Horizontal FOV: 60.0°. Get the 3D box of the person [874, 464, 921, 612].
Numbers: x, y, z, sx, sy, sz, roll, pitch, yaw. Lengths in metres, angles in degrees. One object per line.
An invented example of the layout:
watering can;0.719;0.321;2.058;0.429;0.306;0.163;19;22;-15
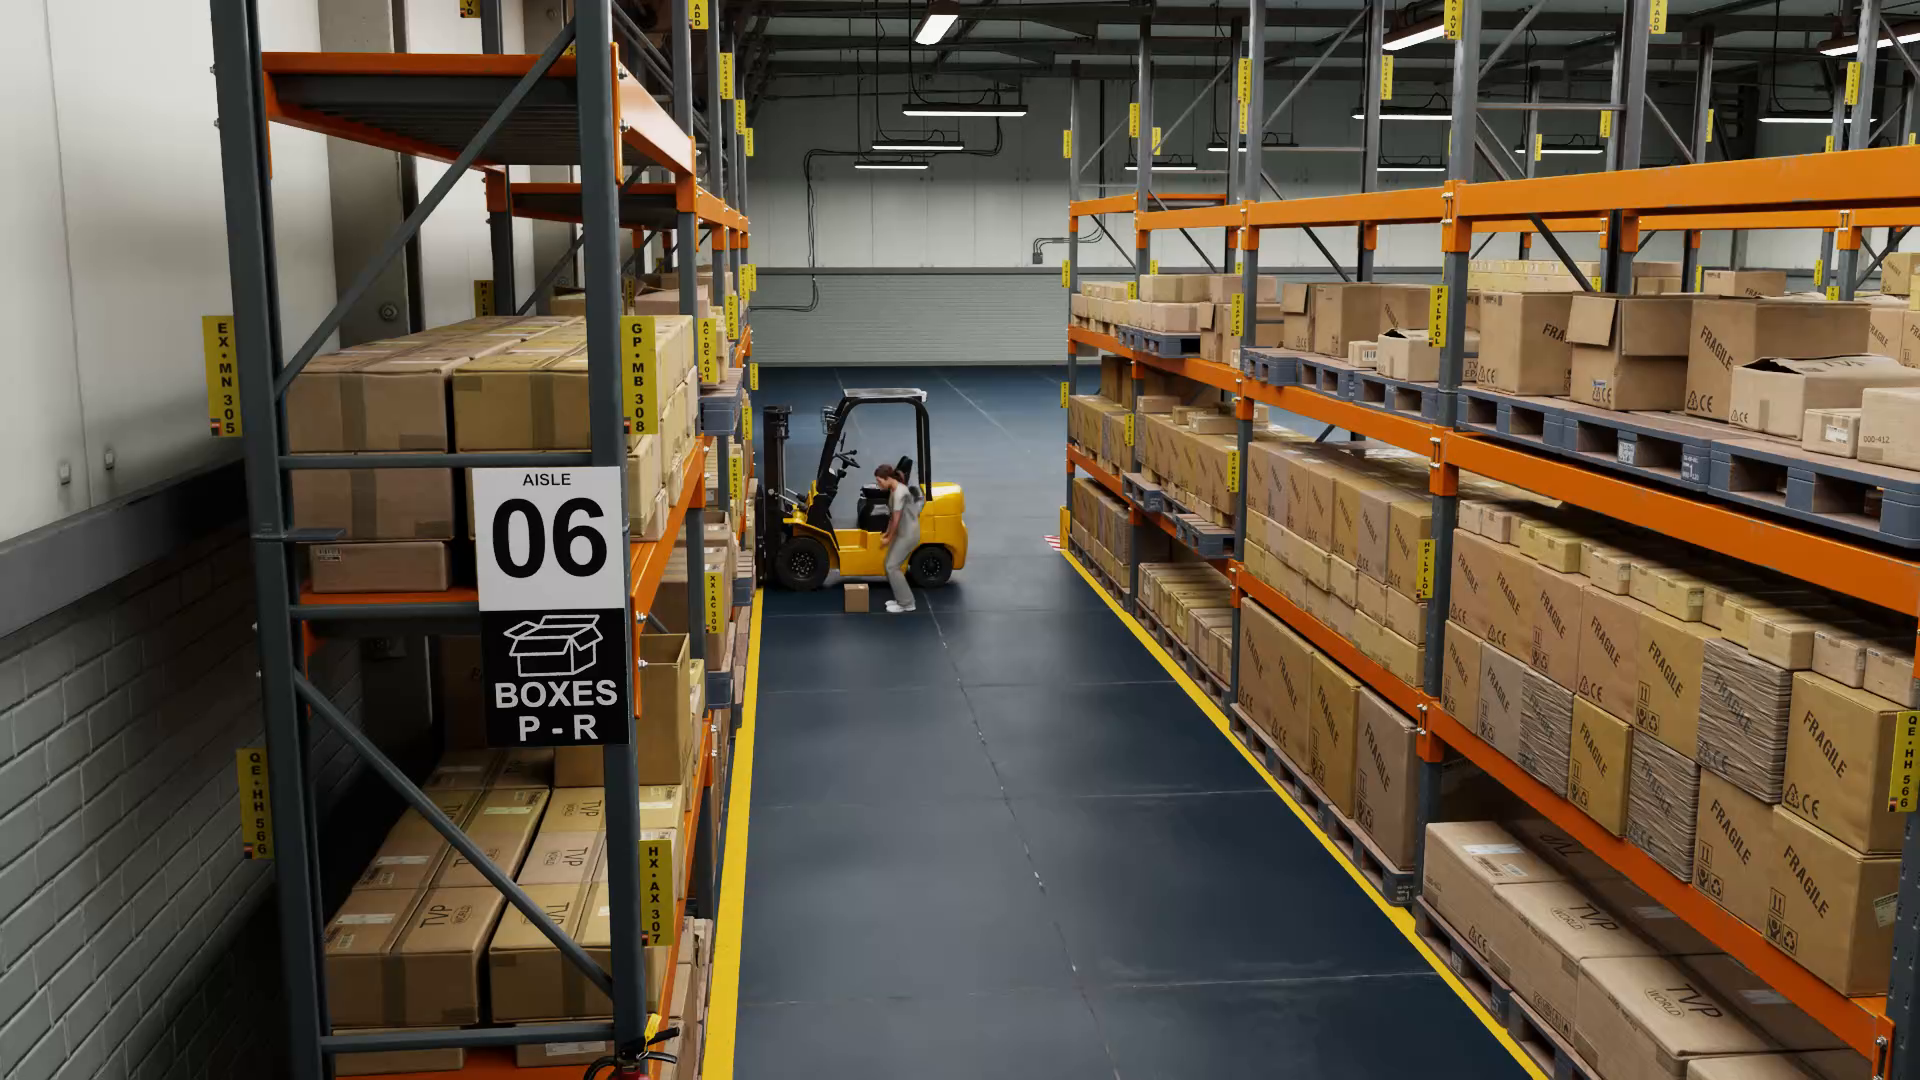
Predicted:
person;-0.649;-0.029;17.444;0.489;1.556;0.478;-1;10;-5
